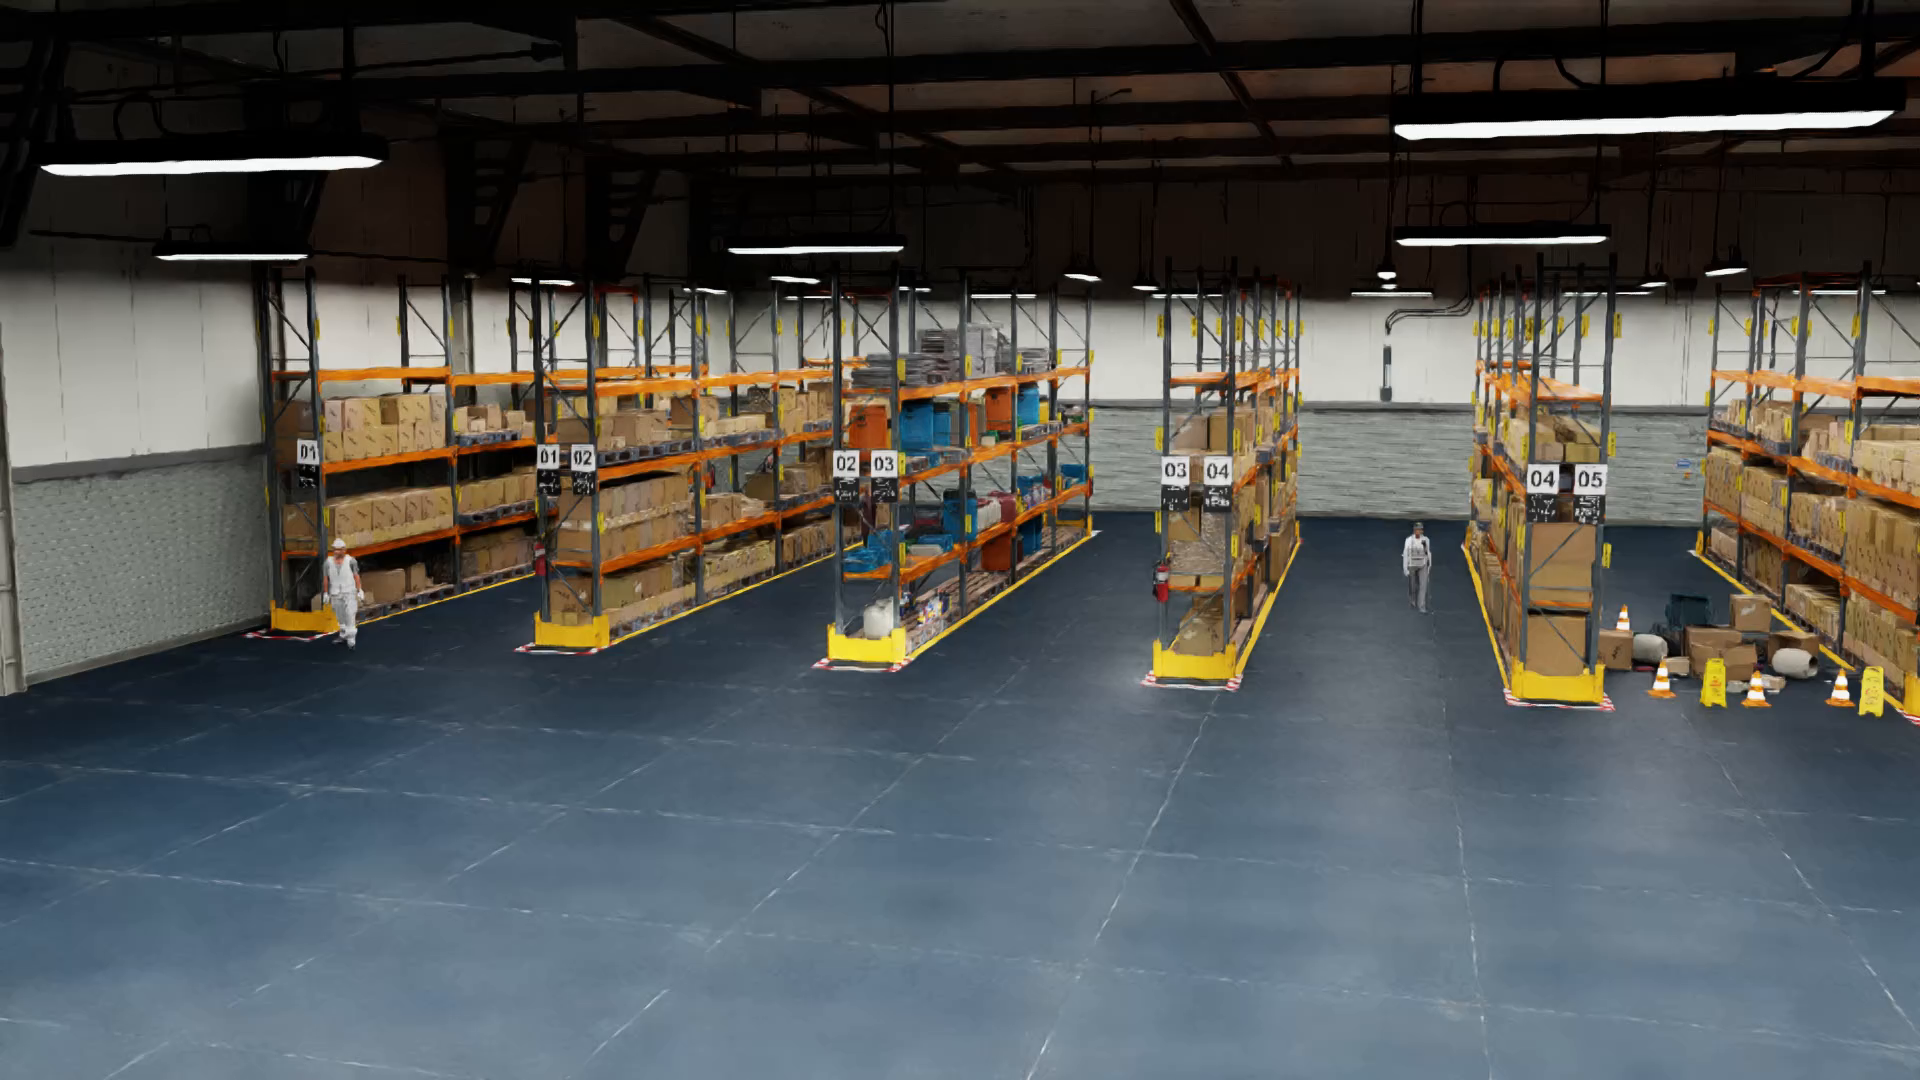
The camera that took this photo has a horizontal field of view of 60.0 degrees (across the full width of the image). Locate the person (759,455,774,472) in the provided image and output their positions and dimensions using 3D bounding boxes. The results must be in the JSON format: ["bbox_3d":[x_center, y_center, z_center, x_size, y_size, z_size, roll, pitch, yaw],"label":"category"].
[{"bbox_3d":[-5.062,-1.455,44.431,0.677,1.673,0.534,2,7,12],"label":"person"}]

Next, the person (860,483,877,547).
[{"bbox_3d":[-1.850,-0.289,34.607,0.525,1.785,0.645,-1,7,-9],"label":"person"}]

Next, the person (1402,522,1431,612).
[{"bbox_3d":[8.125,0.445,29.596,0.495,1.586,1.086,2,8,17],"label":"person"}]

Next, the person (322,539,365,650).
[{"bbox_3d":[-9.708,0.836,26.141,0.596,1.746,0.968,-1,7,-8],"label":"person"}]
